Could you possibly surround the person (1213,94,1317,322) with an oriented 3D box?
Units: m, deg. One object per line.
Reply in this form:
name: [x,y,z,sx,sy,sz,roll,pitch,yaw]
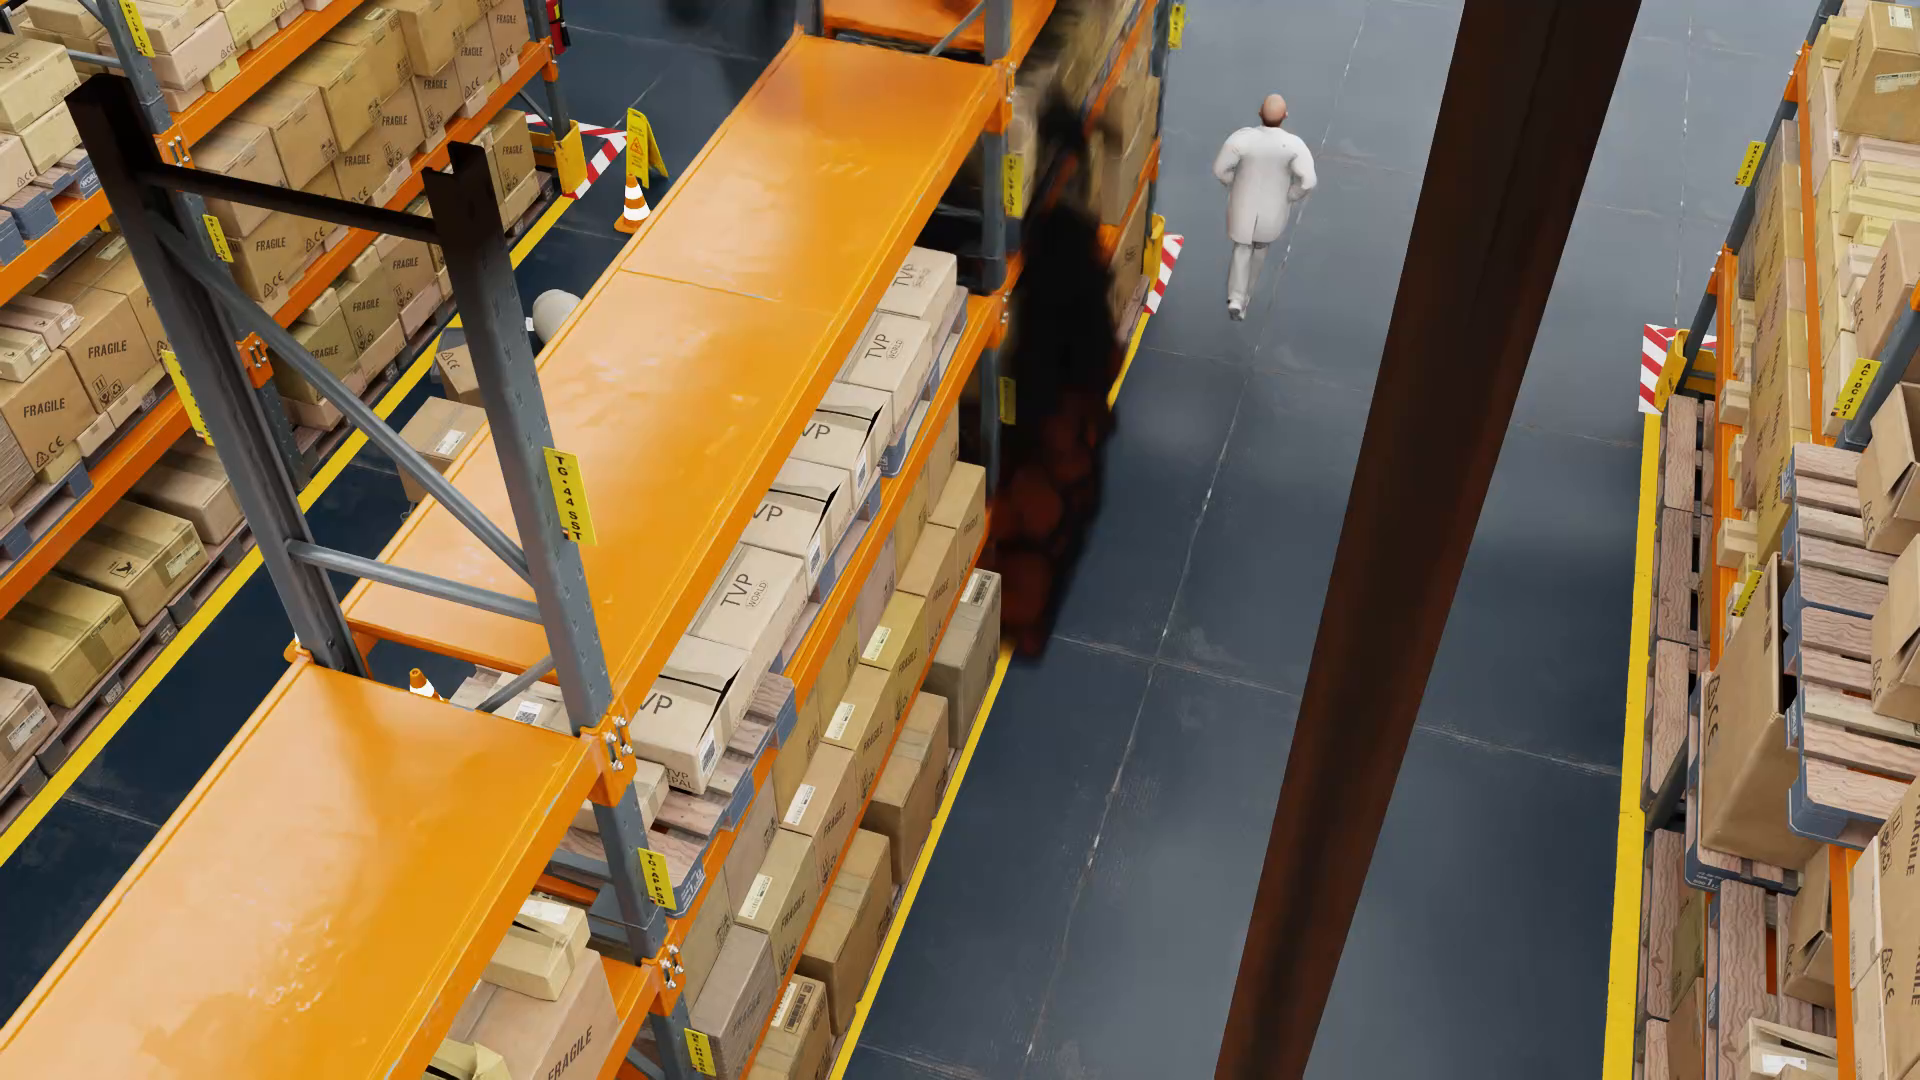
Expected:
person: [2.121,-2.327,11.802,0.717,1.788,0.736,9,46,8]
